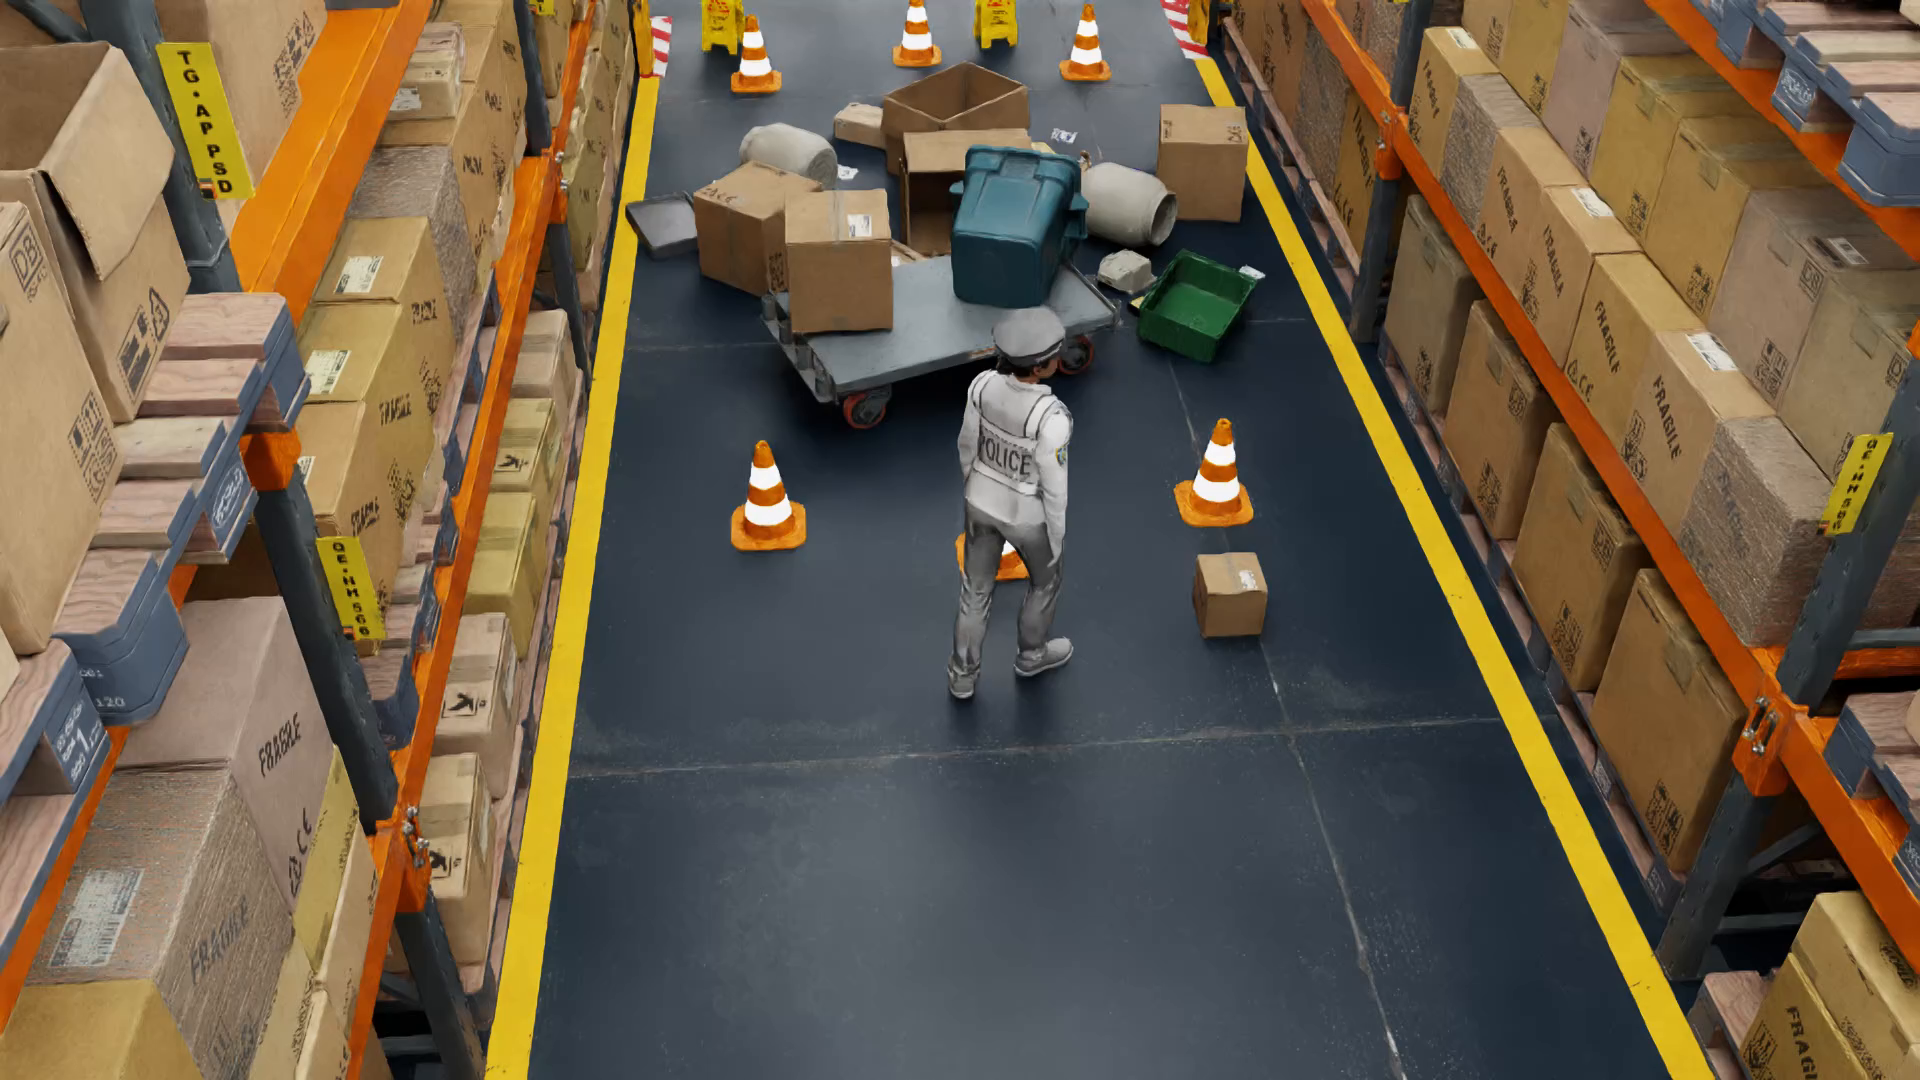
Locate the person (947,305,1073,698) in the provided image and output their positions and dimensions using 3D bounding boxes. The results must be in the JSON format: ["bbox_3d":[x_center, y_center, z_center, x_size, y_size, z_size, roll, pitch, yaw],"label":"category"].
[{"bbox_3d":[0.198,-0.107,6.276,0.499,1.671,0.552,24,45,26],"label":"person"}]
